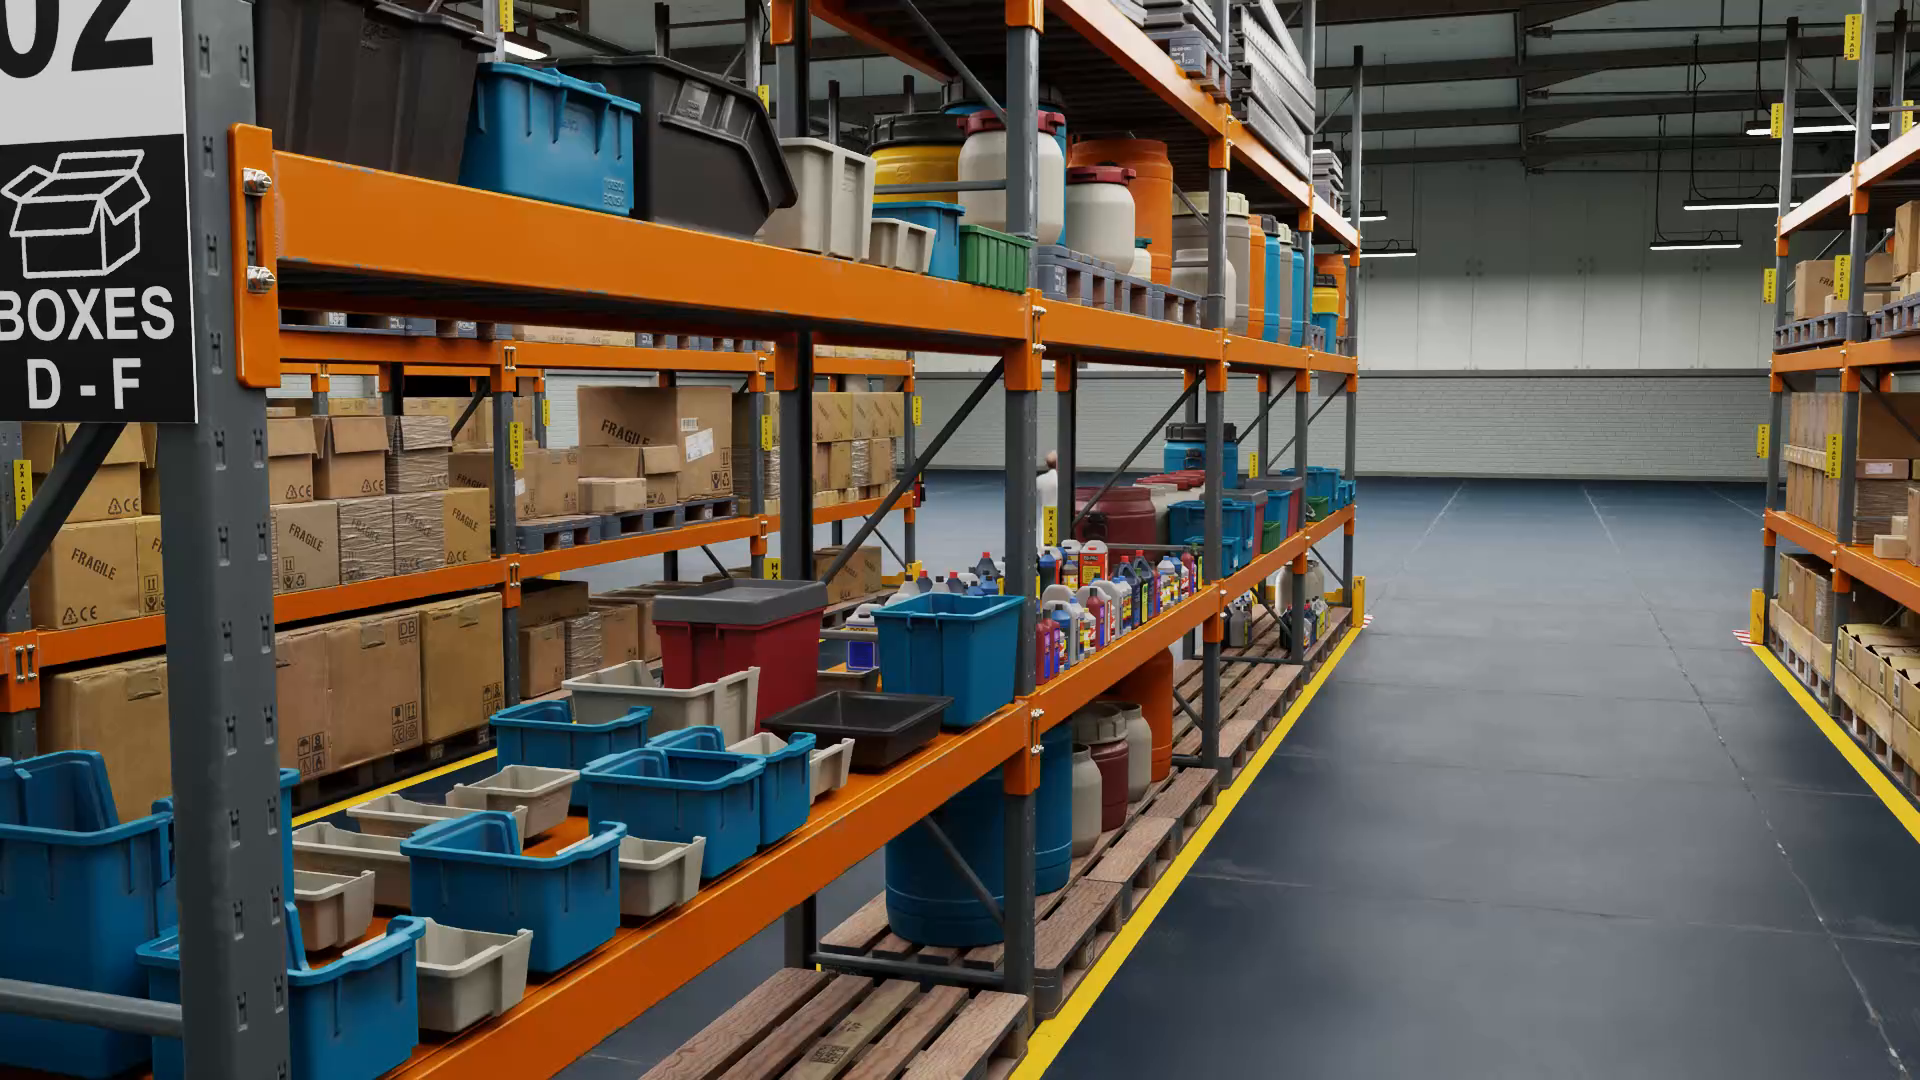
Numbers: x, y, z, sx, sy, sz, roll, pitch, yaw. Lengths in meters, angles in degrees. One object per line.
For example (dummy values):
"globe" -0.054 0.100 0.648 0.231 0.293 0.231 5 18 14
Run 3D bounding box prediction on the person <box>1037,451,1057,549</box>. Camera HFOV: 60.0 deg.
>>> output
"person" 1.167 -0.099 18.513 0.500 1.787 0.624 -4 7 -39
